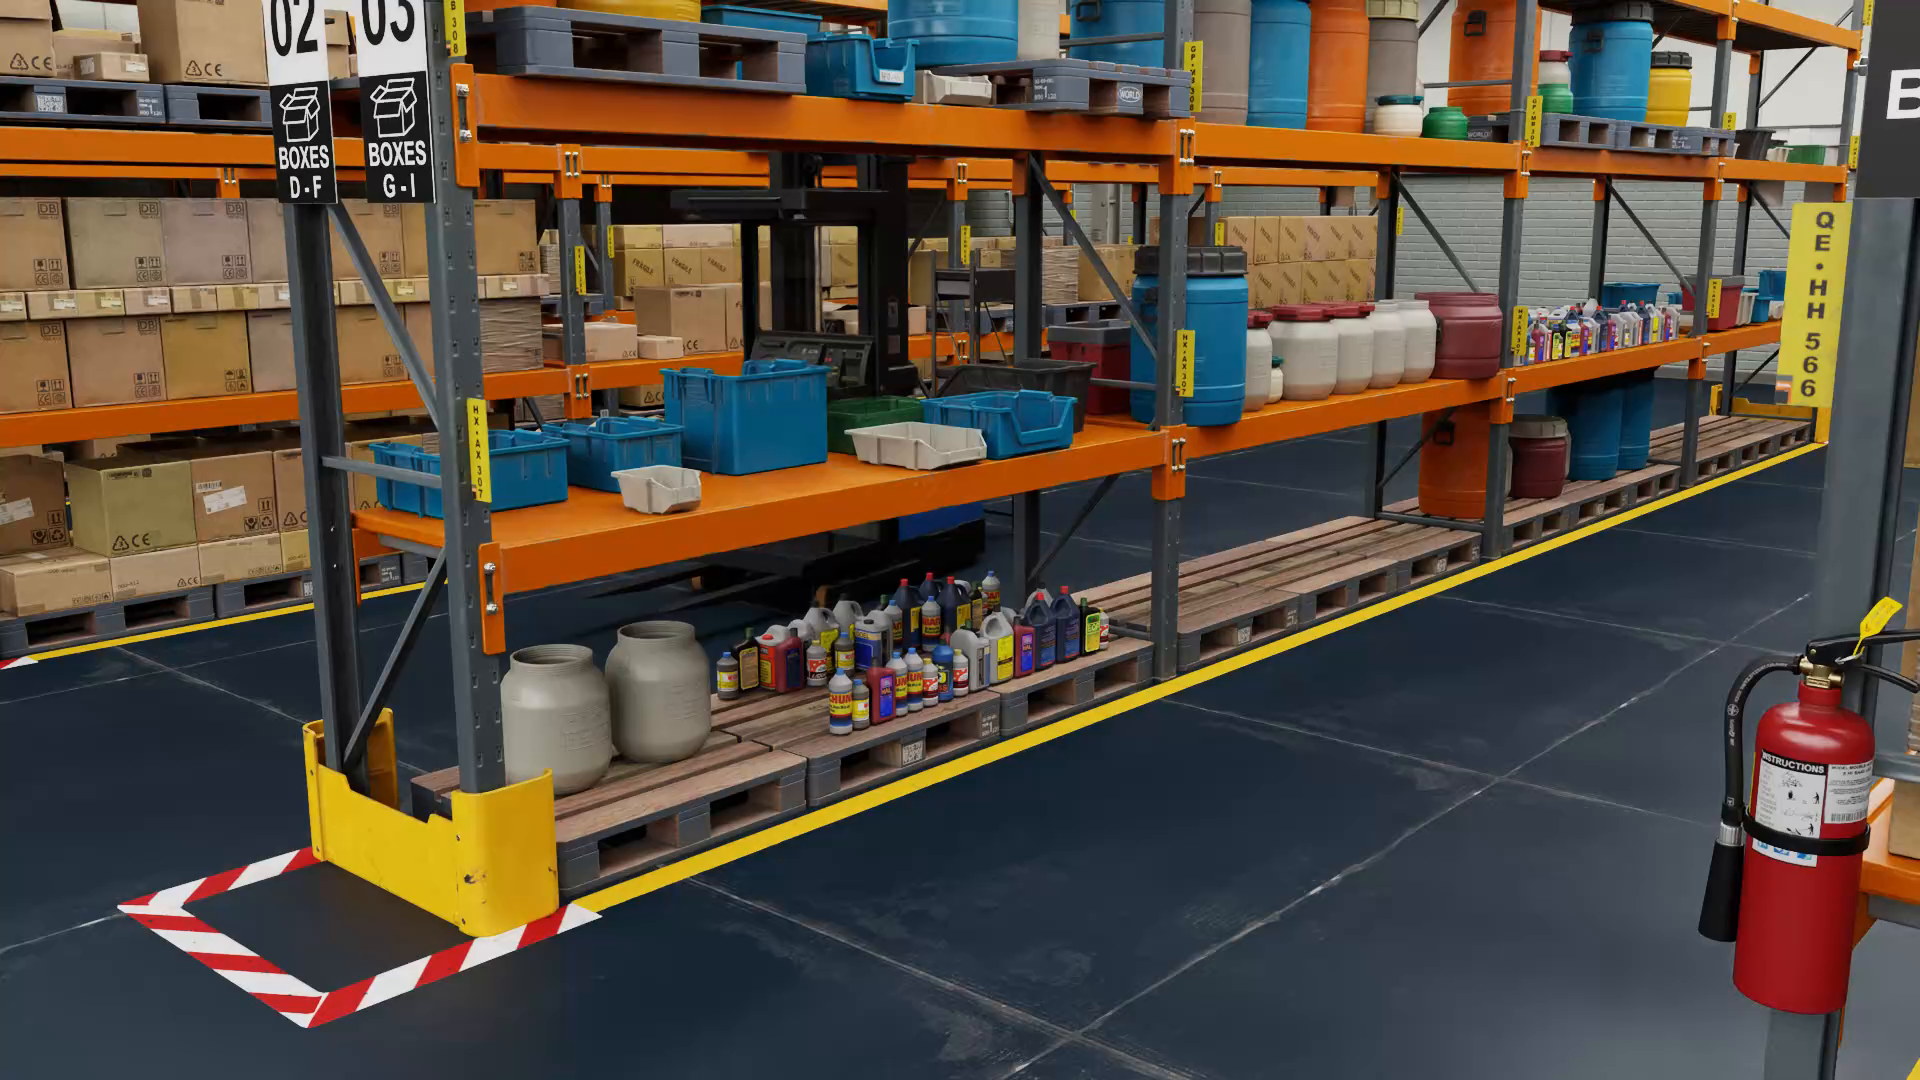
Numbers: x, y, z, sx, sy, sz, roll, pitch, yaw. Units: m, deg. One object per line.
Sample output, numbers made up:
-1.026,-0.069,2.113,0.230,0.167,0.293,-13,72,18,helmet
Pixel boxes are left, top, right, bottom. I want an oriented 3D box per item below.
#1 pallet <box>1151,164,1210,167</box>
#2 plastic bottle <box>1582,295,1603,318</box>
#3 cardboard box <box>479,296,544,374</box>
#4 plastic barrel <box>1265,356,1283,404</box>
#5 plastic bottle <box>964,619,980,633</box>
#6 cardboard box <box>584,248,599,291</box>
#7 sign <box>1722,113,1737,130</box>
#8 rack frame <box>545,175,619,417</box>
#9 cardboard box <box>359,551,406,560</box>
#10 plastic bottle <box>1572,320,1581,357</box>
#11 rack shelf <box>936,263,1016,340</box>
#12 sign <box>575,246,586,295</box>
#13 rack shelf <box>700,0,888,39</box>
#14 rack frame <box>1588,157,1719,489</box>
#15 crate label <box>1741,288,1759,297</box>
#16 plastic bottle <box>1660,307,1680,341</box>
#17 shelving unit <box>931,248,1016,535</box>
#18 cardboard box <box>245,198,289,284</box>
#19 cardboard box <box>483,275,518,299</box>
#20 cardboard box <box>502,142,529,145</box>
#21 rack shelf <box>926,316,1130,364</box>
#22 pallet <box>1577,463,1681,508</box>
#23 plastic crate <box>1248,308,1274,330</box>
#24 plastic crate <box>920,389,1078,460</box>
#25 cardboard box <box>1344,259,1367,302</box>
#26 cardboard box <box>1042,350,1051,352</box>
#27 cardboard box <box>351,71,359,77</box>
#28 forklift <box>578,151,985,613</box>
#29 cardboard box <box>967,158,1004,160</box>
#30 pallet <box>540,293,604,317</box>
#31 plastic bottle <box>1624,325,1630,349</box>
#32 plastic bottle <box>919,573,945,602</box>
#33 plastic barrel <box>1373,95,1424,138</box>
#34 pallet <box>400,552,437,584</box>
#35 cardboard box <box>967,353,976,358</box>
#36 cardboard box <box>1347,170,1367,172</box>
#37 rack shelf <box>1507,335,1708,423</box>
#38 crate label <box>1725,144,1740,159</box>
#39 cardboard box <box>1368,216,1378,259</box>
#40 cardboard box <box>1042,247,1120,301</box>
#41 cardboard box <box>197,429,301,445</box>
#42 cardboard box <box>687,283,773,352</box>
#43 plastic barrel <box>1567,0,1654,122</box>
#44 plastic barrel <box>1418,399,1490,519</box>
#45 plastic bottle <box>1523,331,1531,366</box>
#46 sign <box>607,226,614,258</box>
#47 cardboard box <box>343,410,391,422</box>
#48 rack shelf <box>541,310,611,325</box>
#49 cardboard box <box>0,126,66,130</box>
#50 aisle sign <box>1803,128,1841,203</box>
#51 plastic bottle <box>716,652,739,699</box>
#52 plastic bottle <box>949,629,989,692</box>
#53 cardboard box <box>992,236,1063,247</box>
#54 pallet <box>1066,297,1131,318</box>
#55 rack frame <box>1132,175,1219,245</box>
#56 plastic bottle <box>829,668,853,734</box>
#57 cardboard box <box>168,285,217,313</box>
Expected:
1.785,-3.919,16.996,1.213,0.211,1.003,10,15,40,pallet
5.484,-1.946,14.423,0.144,0.351,0.185,10,15,40,plastic bottle
-3.301,-1.433,11.473,0.700,0.500,0.500,9,15,39,cardboard box
1.695,-0.916,9.493,0.301,0.262,0.301,0,11,0,plastic barrel
0.063,0.505,7.834,0.061,0.283,0.133,10,15,40,plastic bottle
-3.982,-2.987,18.441,0.500,0.500,0.500,10,15,41,cardboard box
6.399,-3.390,13.845,0.100,0.325,0.005,10,15,40,sign
-4.096,-2.679,17.964,1.000,3.000,0.127,10,15,40,rack frame
-3.811,-0.063,10.819,0.500,0.250,0.500,10,15,40,cardboard box
4.582,-1.506,12.421,0.097,0.271,0.097,0,11,0,plastic bottle
0.109,-1.727,11.993,0.431,0.518,0.480,10,15,40,rack shelf
-2.595,-1.842,11.363,0.100,0.325,0.005,10,15,40,sign
-1.692,-4.137,12.809,1.077,0.370,4.000,10,15,40,rack shelf
5.987,-1.986,14.497,1.000,3.000,0.127,10,15,40,rack frame
8.217,-2.528,17.485,0.416,0.233,0.303,10,15,40,crate label
5.969,-1.826,14.010,0.152,0.276,0.135,10,15,40,plastic bottle
0.109,-1.054,12.127,0.431,2.100,0.503,10,15,40,shelving unit
-4.294,-1.848,10.236,0.700,0.500,0.500,10,15,40,cardboard box
-3.196,-1.713,11.220,0.380,0.149,0.250,9,15,39,cardboard box
-4.368,-3.975,16.972,0.500,0.311,0.500,10,15,40,cardboard box
0.948,-1.980,16.304,1.077,0.370,4.000,10,15,40,rack shelf
5.446,-0.511,14.229,1.003,0.211,1.213,10,15,40,pallet
2.050,-1.231,10.552,0.402,0.464,0.583,10,15,40,plastic crate
0.179,-0.538,7.628,0.499,0.251,0.616,10,15,40,plastic crate
4.478,-3.087,19.752,0.500,0.500,0.500,10,15,41,cardboard box
1.106,-1.798,16.899,0.500,0.250,0.500,10,15,40,cardboard box
-3.603,-2.860,10.424,0.380,0.149,0.250,10,15,40,cardboard box
-1.060,-1.108,10.276,1.130,2.935,3.031,7,13,33,forklift
-0.109,-3.627,14.799,0.910,0.500,0.500,10,15,40,cardboard box
-4.486,-2.466,17.389,1.213,0.211,1.003,10,15,40,pallet
5.251,-1.621,13.174,0.097,0.201,0.097,0,11,0,plastic bottle
-0.139,0.339,8.495,0.144,0.351,0.185,10,15,42,plastic bottle
2.682,-2.584,10.183,0.301,0.262,0.301,0,11,0,plastic barrel
-3.569,0.029,11.528,1.003,0.211,1.213,10,15,40,pallet
-0.210,-2.493,22.343,0.700,0.500,0.500,10,15,42,cardboard box
4.429,-4.431,19.463,0.500,0.250,0.500,10,15,40,cardboard box
4.667,-1.339,13.094,1.077,0.370,4.000,10,15,40,rack shelf
6.527,-3.362,14.403,0.293,0.136,0.466,10,15,40,crate label
4.822,-3.654,20.039,0.500,0.500,0.500,10,15,40,cardboard box
1.149,-2.614,16.314,0.700,0.500,0.500,6,13,26,cardboard box
-4.542,-0.427,10.723,0.500,0.500,0.500,10,15,40,cardboard box
-1.815,-1.761,13.116,0.500,0.500,0.500,10,15,40,cardboard box
4.975,-3.638,12.757,0.600,0.901,0.708,10,15,40,plastic barrel
3.656,-0.614,12.093,0.600,0.830,0.708,10,15,40,plastic barrel
3.972,-1.370,11.740,0.097,0.271,0.097,0,11,0,plastic bottle
-3.682,-3.139,17.514,0.100,0.325,0.005,10,15,40,sign
-5.959,-1.273,16.185,0.700,0.500,0.500,9,15,39,cardboard box
-5.416,-2.032,16.561,1.077,0.370,4.000,10,15,40,rack shelf
-7.564,-3.354,13.383,0.500,0.500,0.500,9,14,38,cardboard box
8.895,-3.822,17.052,0.394,0.787,0.004,10,15,40,aisle sign
-1.052,0.609,7.525,0.097,0.201,0.097,0,11,0,plastic bottle
0.047,0.542,7.670,0.152,0.276,0.135,10,15,41,plastic bottle
0.856,-3.926,23.445,0.980,0.700,0.700,11,16,43,cardboard box
1.659,-2.430,17.207,1.003,0.211,1.213,10,15,40,pallet
2.268,-2.627,17.706,1.000,3.000,0.127,10,15,40,rack frame
-0.504,0.675,7.016,0.097,0.271,0.097,0,11,0,plastic bottle
-4.552,-1.411,9.705,0.380,0.149,0.250,9,14,38,cardboard box
